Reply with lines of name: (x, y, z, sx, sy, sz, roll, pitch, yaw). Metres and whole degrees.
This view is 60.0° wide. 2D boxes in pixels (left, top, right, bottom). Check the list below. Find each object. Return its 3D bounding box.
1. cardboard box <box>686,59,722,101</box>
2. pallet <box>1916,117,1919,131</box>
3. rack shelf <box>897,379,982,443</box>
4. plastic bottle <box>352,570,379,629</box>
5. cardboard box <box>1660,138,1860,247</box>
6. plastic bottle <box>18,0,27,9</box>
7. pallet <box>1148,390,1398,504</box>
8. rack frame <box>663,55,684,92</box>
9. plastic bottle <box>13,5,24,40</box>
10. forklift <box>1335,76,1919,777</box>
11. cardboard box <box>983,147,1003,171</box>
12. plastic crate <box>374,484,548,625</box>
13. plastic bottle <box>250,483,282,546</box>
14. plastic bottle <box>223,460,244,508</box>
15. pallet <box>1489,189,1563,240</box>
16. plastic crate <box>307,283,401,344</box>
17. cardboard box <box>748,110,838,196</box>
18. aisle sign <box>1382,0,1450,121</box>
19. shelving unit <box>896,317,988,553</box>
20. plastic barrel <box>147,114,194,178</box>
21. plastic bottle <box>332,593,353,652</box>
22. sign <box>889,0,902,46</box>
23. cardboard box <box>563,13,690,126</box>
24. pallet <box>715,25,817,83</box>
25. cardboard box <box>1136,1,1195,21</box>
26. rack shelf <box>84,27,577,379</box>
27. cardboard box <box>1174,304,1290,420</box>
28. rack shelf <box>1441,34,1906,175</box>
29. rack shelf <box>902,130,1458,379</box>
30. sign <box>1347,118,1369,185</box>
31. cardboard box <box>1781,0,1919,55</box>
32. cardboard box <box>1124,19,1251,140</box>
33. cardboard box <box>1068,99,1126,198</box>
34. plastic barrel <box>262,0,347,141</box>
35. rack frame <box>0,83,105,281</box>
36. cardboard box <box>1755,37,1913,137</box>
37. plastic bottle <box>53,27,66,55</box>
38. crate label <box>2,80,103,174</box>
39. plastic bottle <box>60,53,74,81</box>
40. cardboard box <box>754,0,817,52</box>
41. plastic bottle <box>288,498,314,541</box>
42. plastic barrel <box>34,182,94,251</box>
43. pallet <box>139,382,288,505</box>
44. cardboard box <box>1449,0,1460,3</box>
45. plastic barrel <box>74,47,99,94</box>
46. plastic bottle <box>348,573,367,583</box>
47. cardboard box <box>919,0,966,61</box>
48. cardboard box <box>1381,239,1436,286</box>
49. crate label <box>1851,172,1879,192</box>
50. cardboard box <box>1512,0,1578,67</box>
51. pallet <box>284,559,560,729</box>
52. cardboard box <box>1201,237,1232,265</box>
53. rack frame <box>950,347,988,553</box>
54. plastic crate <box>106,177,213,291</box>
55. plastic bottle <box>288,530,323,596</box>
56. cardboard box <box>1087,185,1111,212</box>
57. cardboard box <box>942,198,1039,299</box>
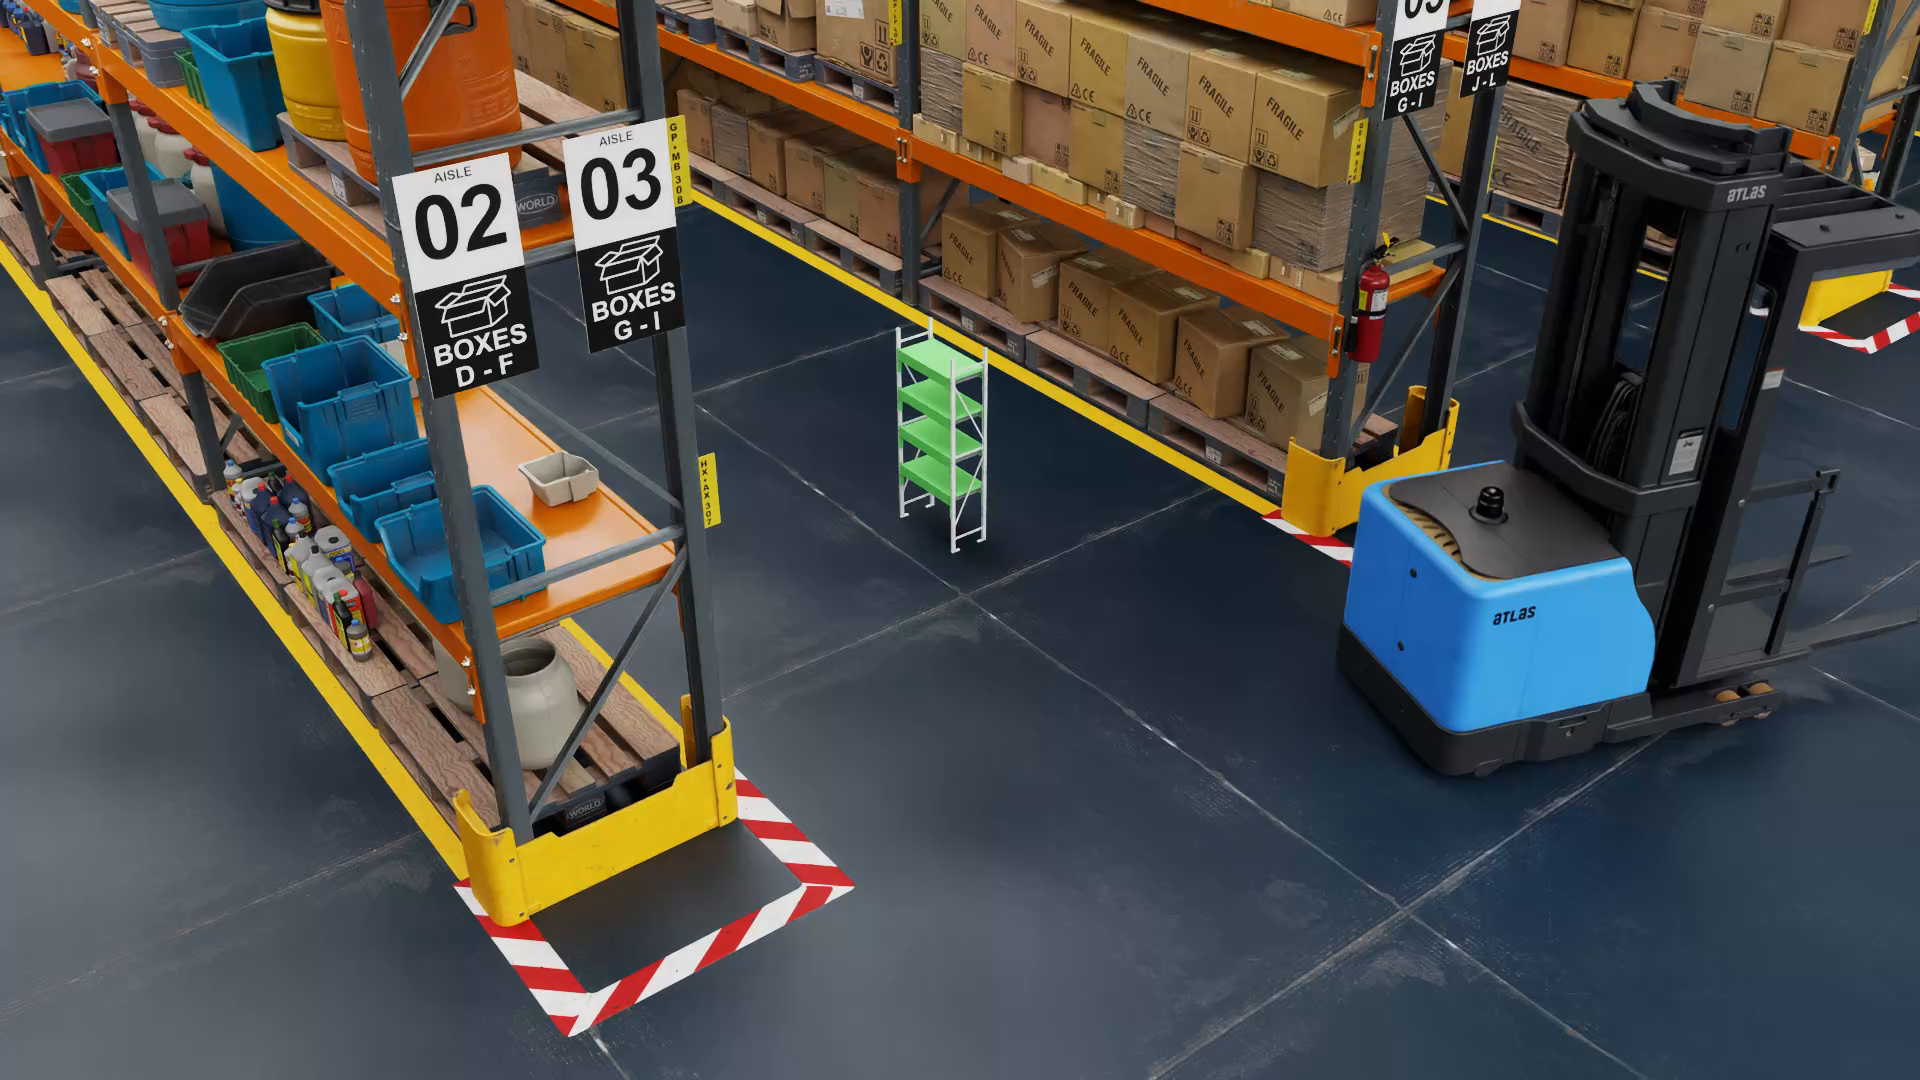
cardboard box: (-2.014, -4.011, 14.333, 0.500, 0.250, 0.500, -21, 37, -30)
pallet: (9.768, -3.906, 15.566, 1.003, 0.211, 1.213, -22, 38, -31)
rack shelf: (-0.101, -0.728, 9.178, 0.258, 0.148, 0.480, -22, 38, -31)
plastic bottle: (-2.977, 0.295, 8.317, 0.061, 0.283, 0.133, -22, 38, -31)
cardboard box: (5.969, -2.602, 12.440, 0.875, 0.875, 0.875, -22, 38, -31)
plastic bottle: (-7.701, -4.371, 13.788, 0.152, 0.276, 0.135, -22, 38, -31)
pallet: (1.940, -0.700, 10.403, 1.003, 0.211, 1.213, -22, 38, -31)
rack frame: (-2.449, -4.837, 14.421, 1.000, 3.000, 0.127, -22, 38, -31)
plastic bottle: (-7.646, -4.224, 13.556, 0.097, 0.271, 0.097, 0, 32, 0)
forklift: (3.463, -0.606, 7.674, 3.031, 2.935, 1.130, -10, 33, -15)
cardboard box: (0.377, -2.571, 11.012, 0.380, 0.149, 0.250, -22, 38, -31)
plastic crate: (-1.999, 0.051, 6.692, 0.499, 0.251, 0.616, -22, 38, -31)
plastic bottle: (-3.741, -0.158, 8.982, 0.144, 0.351, 0.185, -21, 38, -30)
plastic bottle: (-4.059, -0.321, 9.319, 0.097, 0.271, 0.097, 0, 32, 0)
pallet: (5.141, -2.697, 13.619, 1.003, 0.211, 1.213, -22, 38, -31)
plastic crate: (-3.015, -1.131, 8.595, 0.499, 0.251, 0.616, -22, 38, -31)
cardboard box: (-1.319, -3.228, 13.783, 0.700, 0.500, 0.500, -19, 37, -28)
aisle sign: (2.258, -2.484, 8.169, 0.394, 0.787, 0.004, -22, 38, -31)
shelving unit: (-0.101, -0.579, 9.271, 0.258, 1.200, 0.503, -22, 38, -31)
plastic barrel: (-4.772, -2.400, 10.370, 0.433, 0.535, 0.433, 0, 32, 0)
plastic bottle: (-3.014, 0.400, 8.147, 0.061, 0.283, 0.133, -21, 38, -30)
sign: (-0.432, -3.481, 11.140, 0.100, 0.325, 0.005, -22, 38, -31)
cardboard box: (-2.856, -4.407, 15.345, 1.225, 0.875, 0.875, -24, 39, -33)
pallet: (-1.203, -3.944, 13.165, 1.003, 0.211, 1.213, -22, 38, -31)
cardboard box: (1.415, -3.039, 10.202, 0.500, 0.500, 0.500, -22, 38, -31)
rack shelf: (-2.682, -1.702, 7.214, 1.077, 0.370, 4.000, -22, 38, -31)
cardboard box: (1.694, -1.123, 10.413, 0.500, 0.500, 0.500, -12, 34, -19)
rack shelf: (5.210, -3.593, 13.101, 1.077, 0.370, 4.000, -22, 38, -31)
rack shelf: (1.230, -2.031, 10.585, 1.077, 0.370, 4.000, -22, 38, -31)
sign: (2.006, -1.958, 8.389, 0.100, 0.325, 0.005, -22, 38, -31)
cardboard box: (6.240, -3.755, 11.514, 0.875, 0.550, 0.550, -22, 38, -31)
cardboard box: (1.309, -2.661, 9.594, 0.500, 0.500, 0.500, -22, 38, -31)
cardboard box: (1.170, -2.514, 10.304, 0.875, 0.500, 0.500, -22, 38, -31)
plastic barrel: (-2.255, -1.867, 6.220, 0.600, 0.588, 0.600, 0, 32, 0)
rack frame: (-6.361, -3.234, 11.841, 1.000, 3.000, 0.127, -22, 38, -31)
cardboard box: (6.173, -3.269, 11.755, 0.875, 0.550, 0.550, -22, 38, -31)
plastic bottle: (-7.129, -4.003, 13.201, 0.097, 0.271, 0.097, 0, 32, 0)
crate label: (-5.966, -2.748, 11.024, 0.502, 0.435, 0.616, -22, 38, -31)
plastic bottle: (-6.742, -3.580, 12.585, 0.097, 0.201, 0.097, 0, 32, 0)
cardboard box: (-1.132, -4.085, 12.714, 0.797, 0.503, 0.637, -18, 36, -27)
plastic bottle: (-3.557, -0.103, 8.969, 0.097, 0.271, 0.097, 0, 32, 0)
plastic barrel: (-6.675, -2.689, 12.622, 0.600, 0.830, 0.708, -22, 38, -31)
pallet: (-4.421, -0.697, 10.400, 1.003, 0.211, 1.213, -22, 38, -31)
cardboard box: (2.366, -2.998, 8.759, 0.500, 0.250, 0.500, -21, 38, -30)
plastic barrel: (-5.837, -3.197, 11.652, 0.600, 0.536, 0.708, -22, 38, -31)
plastic bottle: (-3.059, 0.258, 8.453, 0.097, 0.201, 0.097, 0, 32, 0)
cardboard box: (0.079, -3.494, 10.934, 0.500, 0.500, 0.500, -22, 38, -31)
cardboard box: (2.470, -1.592, 9.435, 0.380, 0.149, 0.250, -22, 38, -31)
crate label: (7.803, -3.061, 14.276, 0.298, 0.136, 0.250, 12, 34, 19)
cardboard box: (4.813, -4.161, 13.191, 0.875, 0.550, 0.550, -22, 38, -31)
pallet: (-2.777, 0.419, 8.601, 1.003, 0.211, 1.213, -22, 38, -31)
cardboard box: (1.631, -1.749, 9.688, 0.380, 0.149, 0.250, -22, 38, -31)
rack frame: (0.048, -0.477, 9.108, 0.240, 1.200, 0.015, -22, 38, -31)
plastic crate: (-4.447, -1.697, 9.306, 0.402, 0.464, 0.583, -22, 38, -31)
plastic bottle: (-3.365, 0.098, 8.570, 0.144, 0.351, 0.185, -23, 38, -32)
cardboard box: (1.018, -2.166, 10.359, 0.380, 0.149, 0.250, -22, 38, -31)
cardboard box: (0.218, -2.107, 11.997, 0.500, 0.500, 0.500, -24, 39, -33)
